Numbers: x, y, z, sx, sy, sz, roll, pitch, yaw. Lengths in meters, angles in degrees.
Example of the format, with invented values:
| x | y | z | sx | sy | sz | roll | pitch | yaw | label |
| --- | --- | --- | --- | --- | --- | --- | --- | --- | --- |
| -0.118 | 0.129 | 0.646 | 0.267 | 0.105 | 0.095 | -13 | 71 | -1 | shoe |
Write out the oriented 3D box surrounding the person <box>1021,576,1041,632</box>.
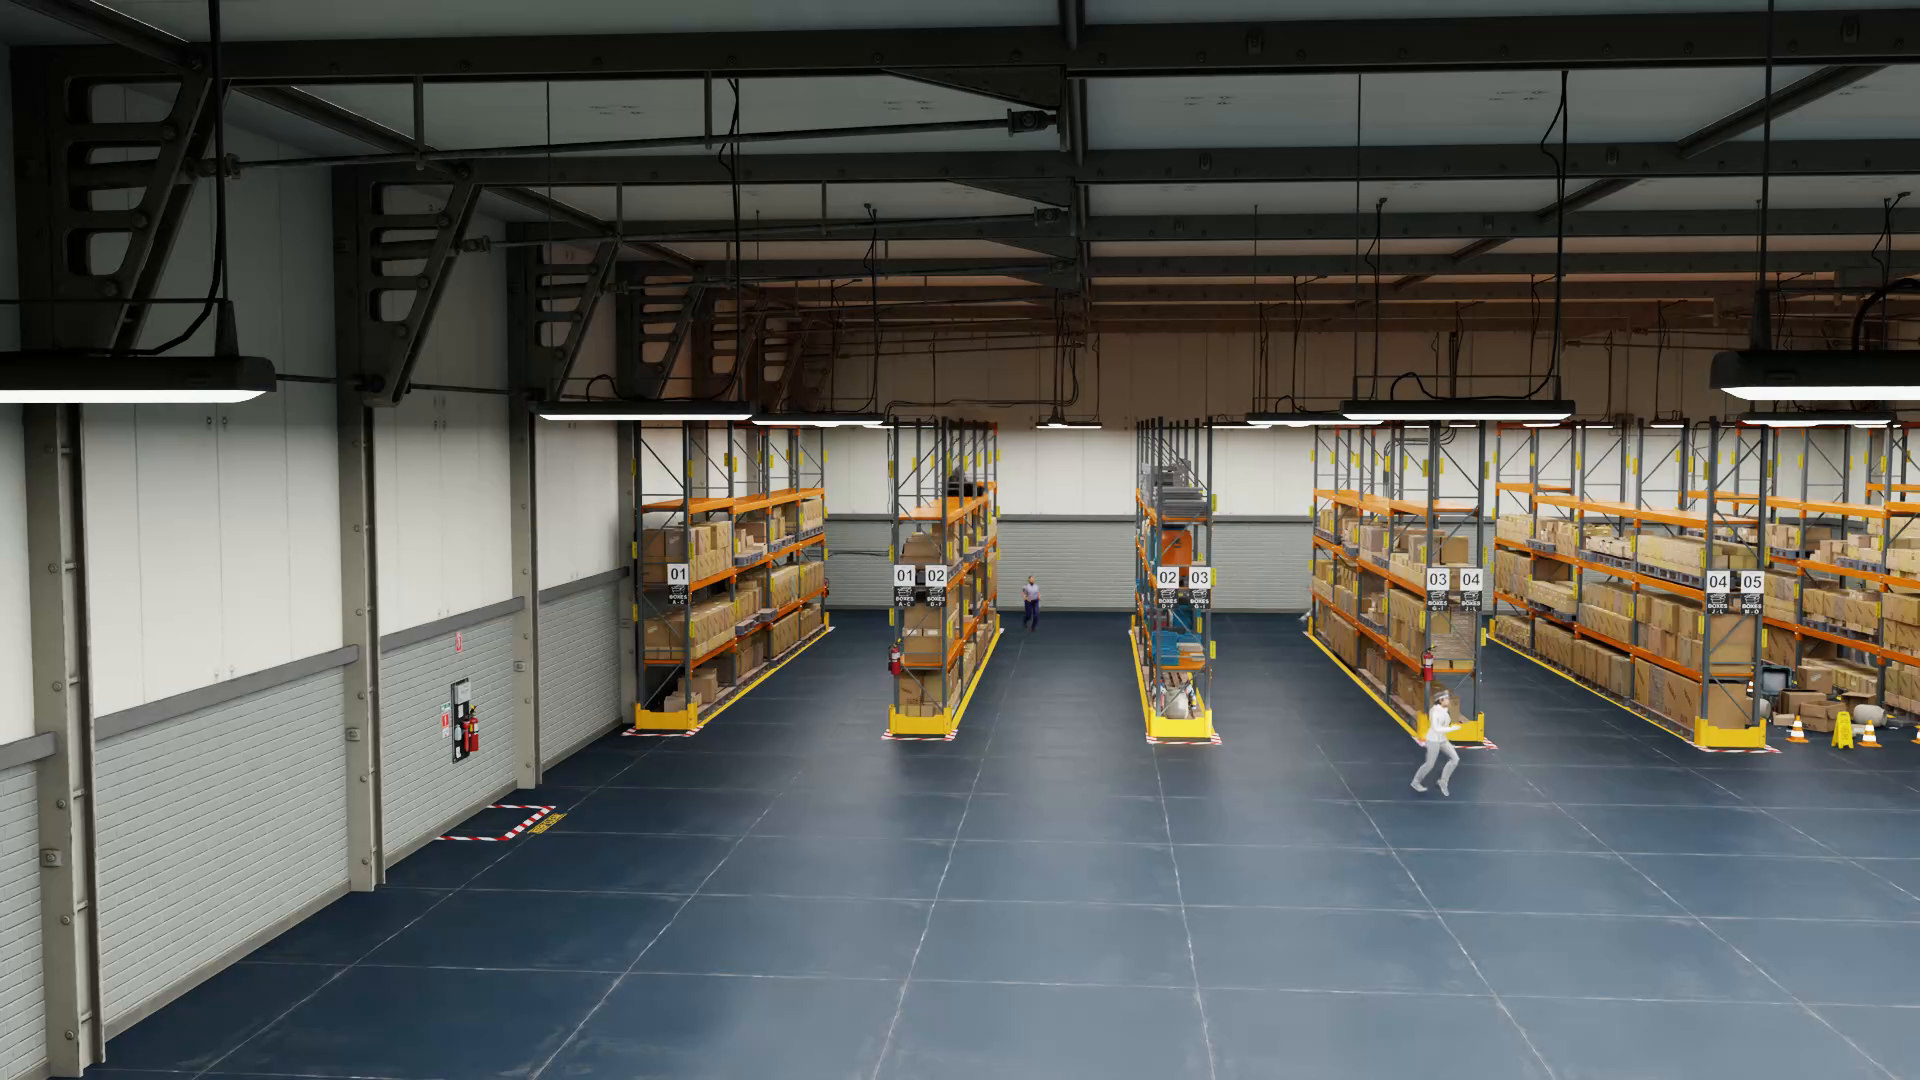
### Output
| x | y | z | sx | sy | sz | roll | pitch | yaw | label |
| --- | --- | --- | --- | --- | --- | --- | --- | --- | --- |
| 2.041 | 1.820 | 47.562 | 0.608 | 1.594 | 0.604 | -1 | 4 | -19 | person |

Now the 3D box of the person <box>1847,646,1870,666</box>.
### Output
| x | y | z | sx | sy | sz | roll | pitch | yaw | label |
| --- | --- | --- | --- | --- | --- | --- | --- | --- | --- |
| 21.429 | 2.292 | 39.605 | 0.549 | 1.714 | 0.728 | 0 | 4 | -1 | person |

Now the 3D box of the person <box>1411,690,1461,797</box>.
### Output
| x | y | z | sx | sy | sz | roll | pitch | yaw | label |
| --- | --- | --- | --- | --- | --- | --- | --- | --- | --- |
| 7.478 | 3.176 | 26.099 | 0.797 | 1.691 | 0.640 | 2 | 4 | 34 | person |

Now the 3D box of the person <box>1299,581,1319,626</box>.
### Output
| x | y | z | sx | sy | sz | roll | pitch | yaw | label |
| --- | --- | --- | --- | --- | --- | --- | --- | --- | --- |
| 10.239 | 1.705 | 47.936 | 0.902 | 1.781 | 0.641 | 1 | 4 | 16 | person |
